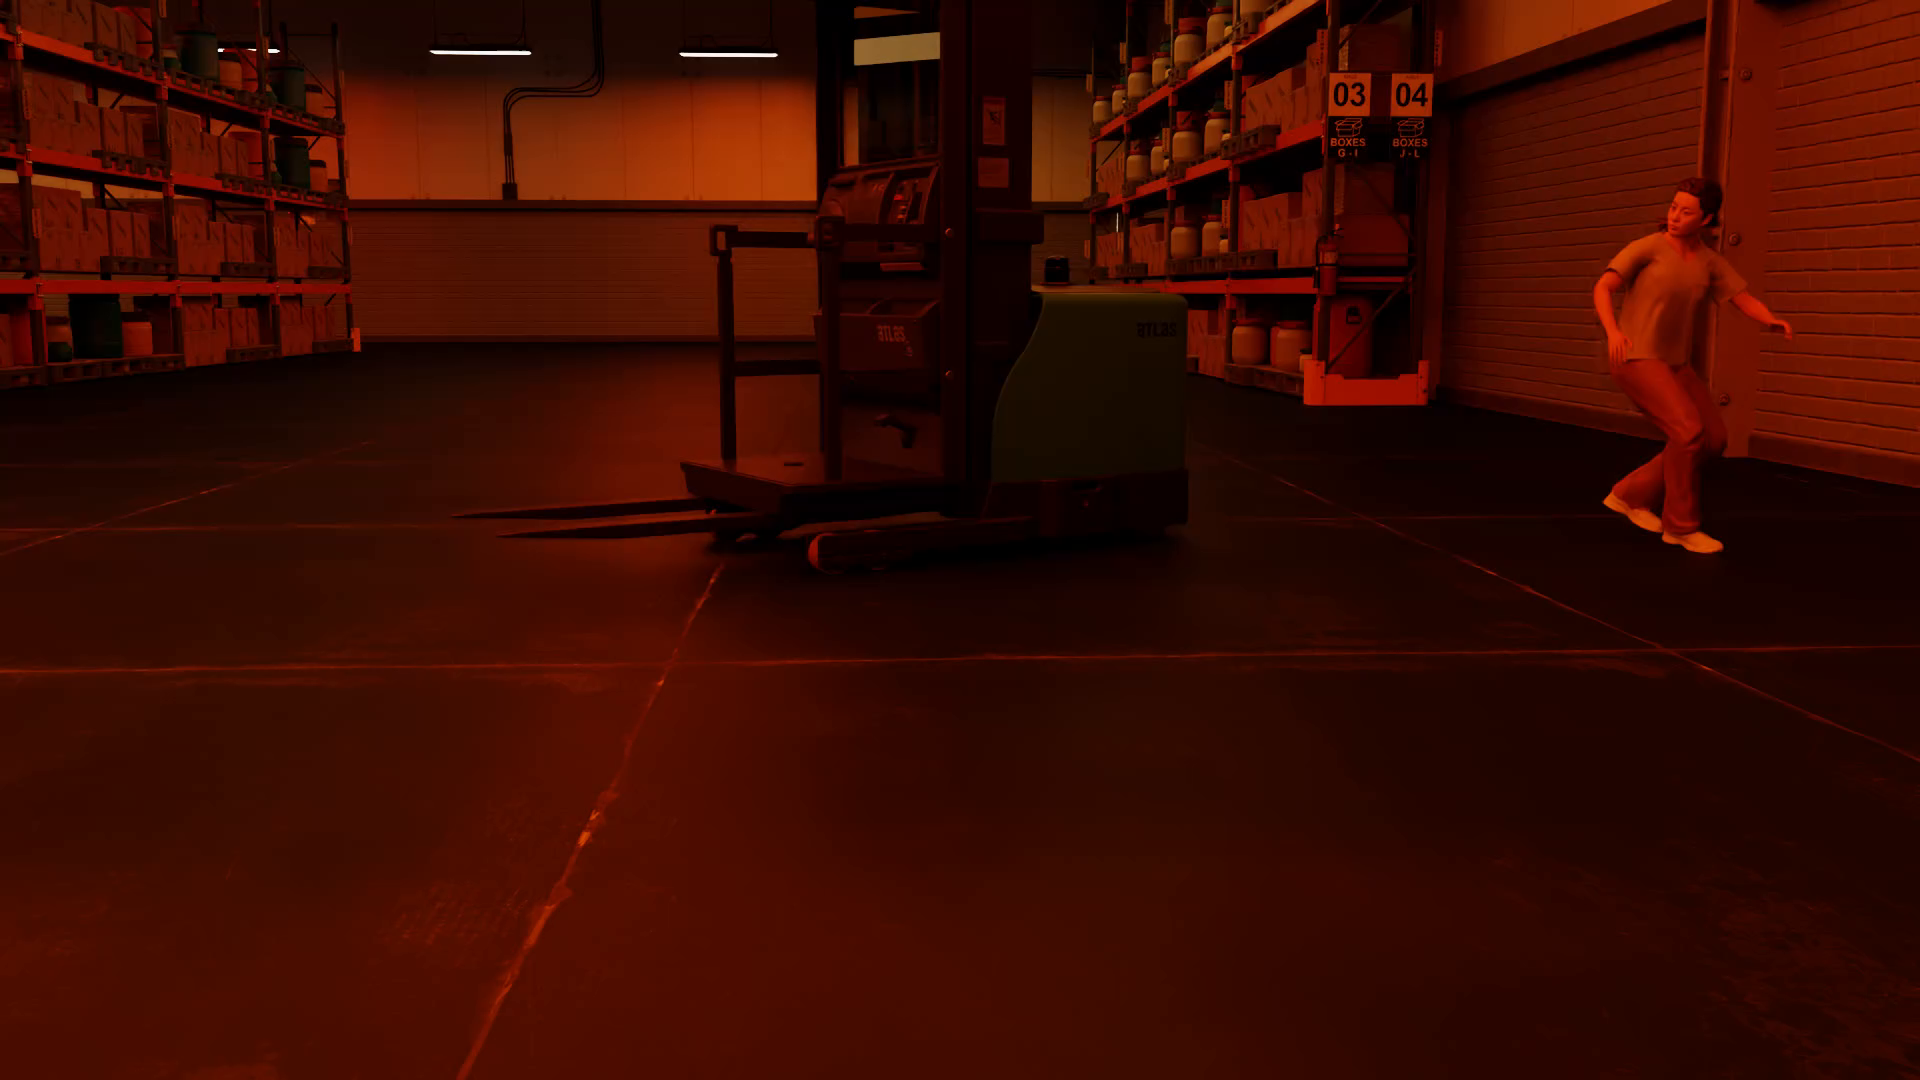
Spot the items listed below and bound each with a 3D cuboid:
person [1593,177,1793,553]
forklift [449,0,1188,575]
[{"bbox_3d":[3.020,-0.734,6.984,0.774,1.551,0.749,-4,9,-26],"label":"person"},{"bbox_3d":[-0.521,-1.403,6.779,3.031,2.935,1.130,-5,10,-31],"label":"forklift"}]
